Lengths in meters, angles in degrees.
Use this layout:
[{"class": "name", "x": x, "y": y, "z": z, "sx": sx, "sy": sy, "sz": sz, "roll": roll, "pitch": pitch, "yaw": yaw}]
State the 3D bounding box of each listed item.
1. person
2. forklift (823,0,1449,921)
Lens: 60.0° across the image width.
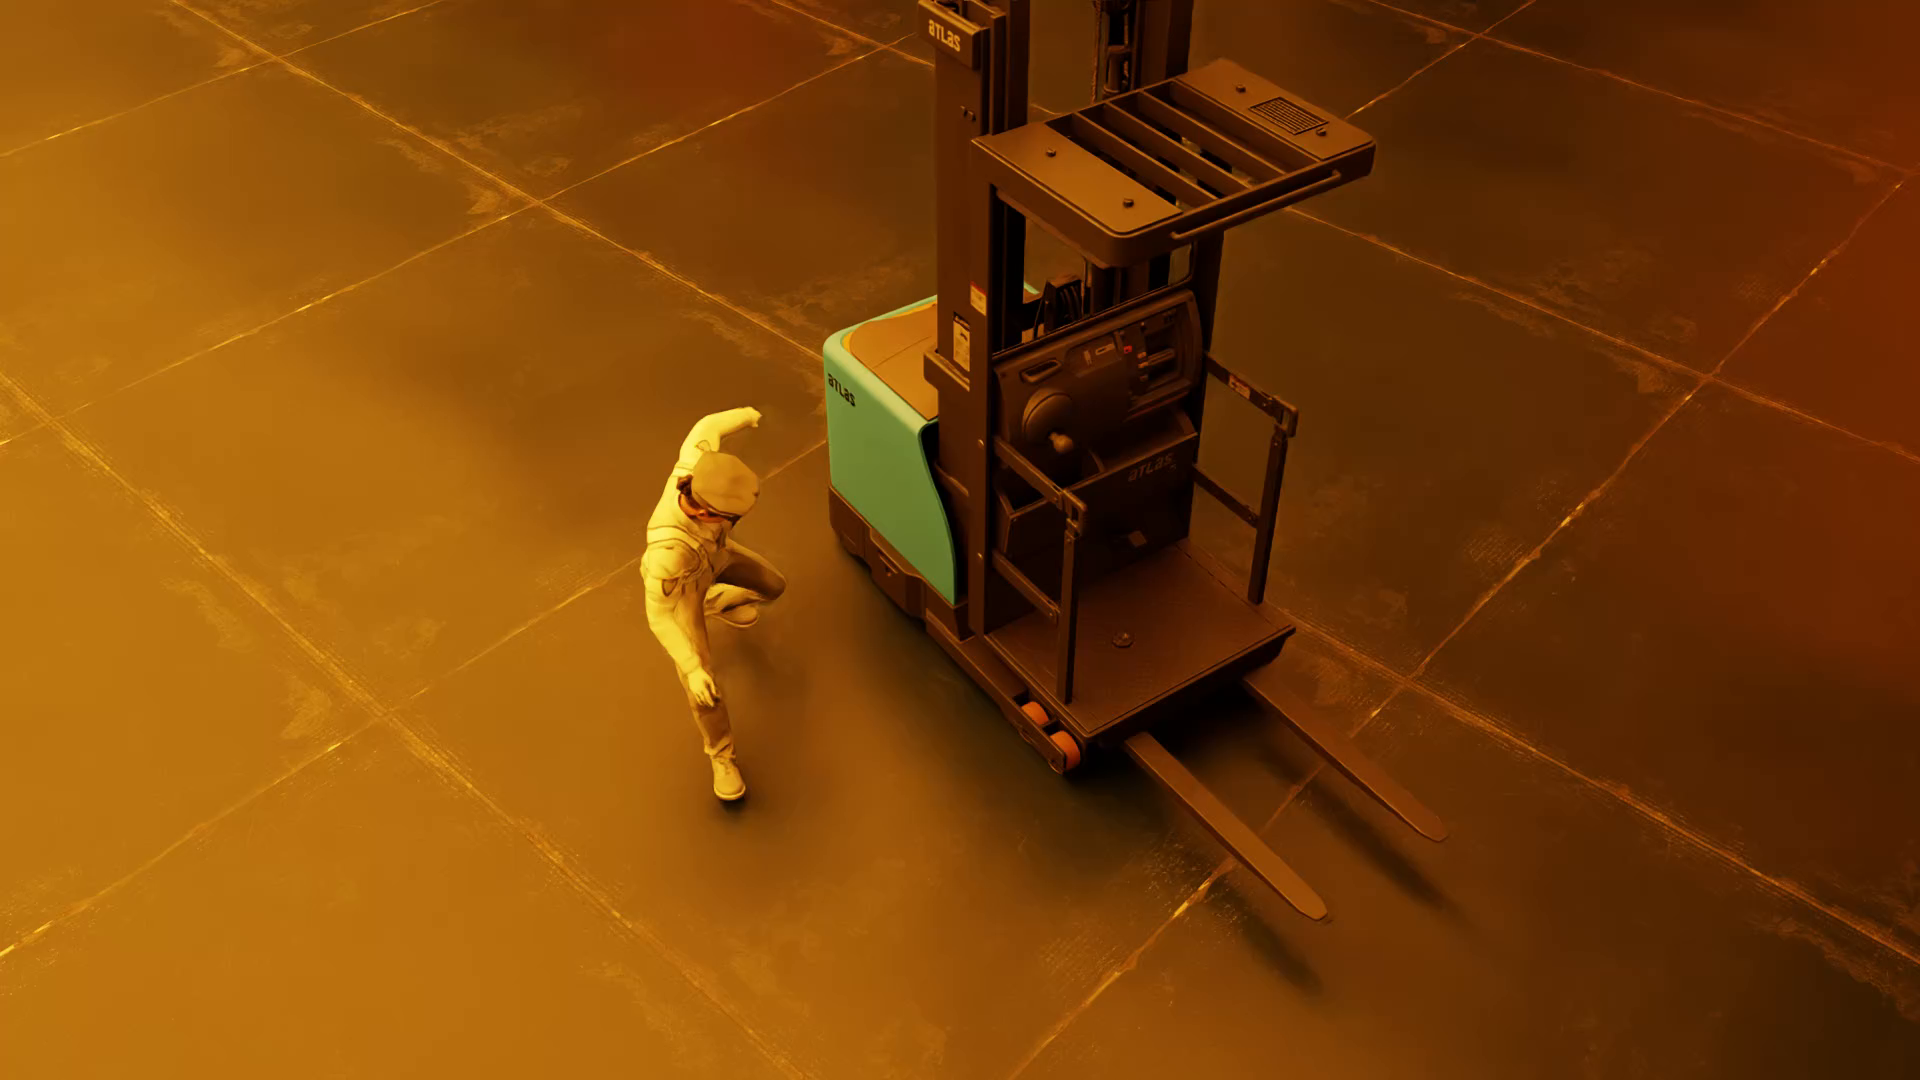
[{"class": "person", "x": -0.941, "y": 0.107, "z": 6.467, "sx": 0.709, "sy": 1.419, "sz": 1.097, "roll": 17, "pitch": 44, "yaw": 19}, {"class": "forklift", "x": 0.654, "y": -0.549, "z": 6.068, "sx": 1.130, "sy": 2.935, "sz": 3.031, "roll": -24, "pitch": 46, "yaw": -26}]
